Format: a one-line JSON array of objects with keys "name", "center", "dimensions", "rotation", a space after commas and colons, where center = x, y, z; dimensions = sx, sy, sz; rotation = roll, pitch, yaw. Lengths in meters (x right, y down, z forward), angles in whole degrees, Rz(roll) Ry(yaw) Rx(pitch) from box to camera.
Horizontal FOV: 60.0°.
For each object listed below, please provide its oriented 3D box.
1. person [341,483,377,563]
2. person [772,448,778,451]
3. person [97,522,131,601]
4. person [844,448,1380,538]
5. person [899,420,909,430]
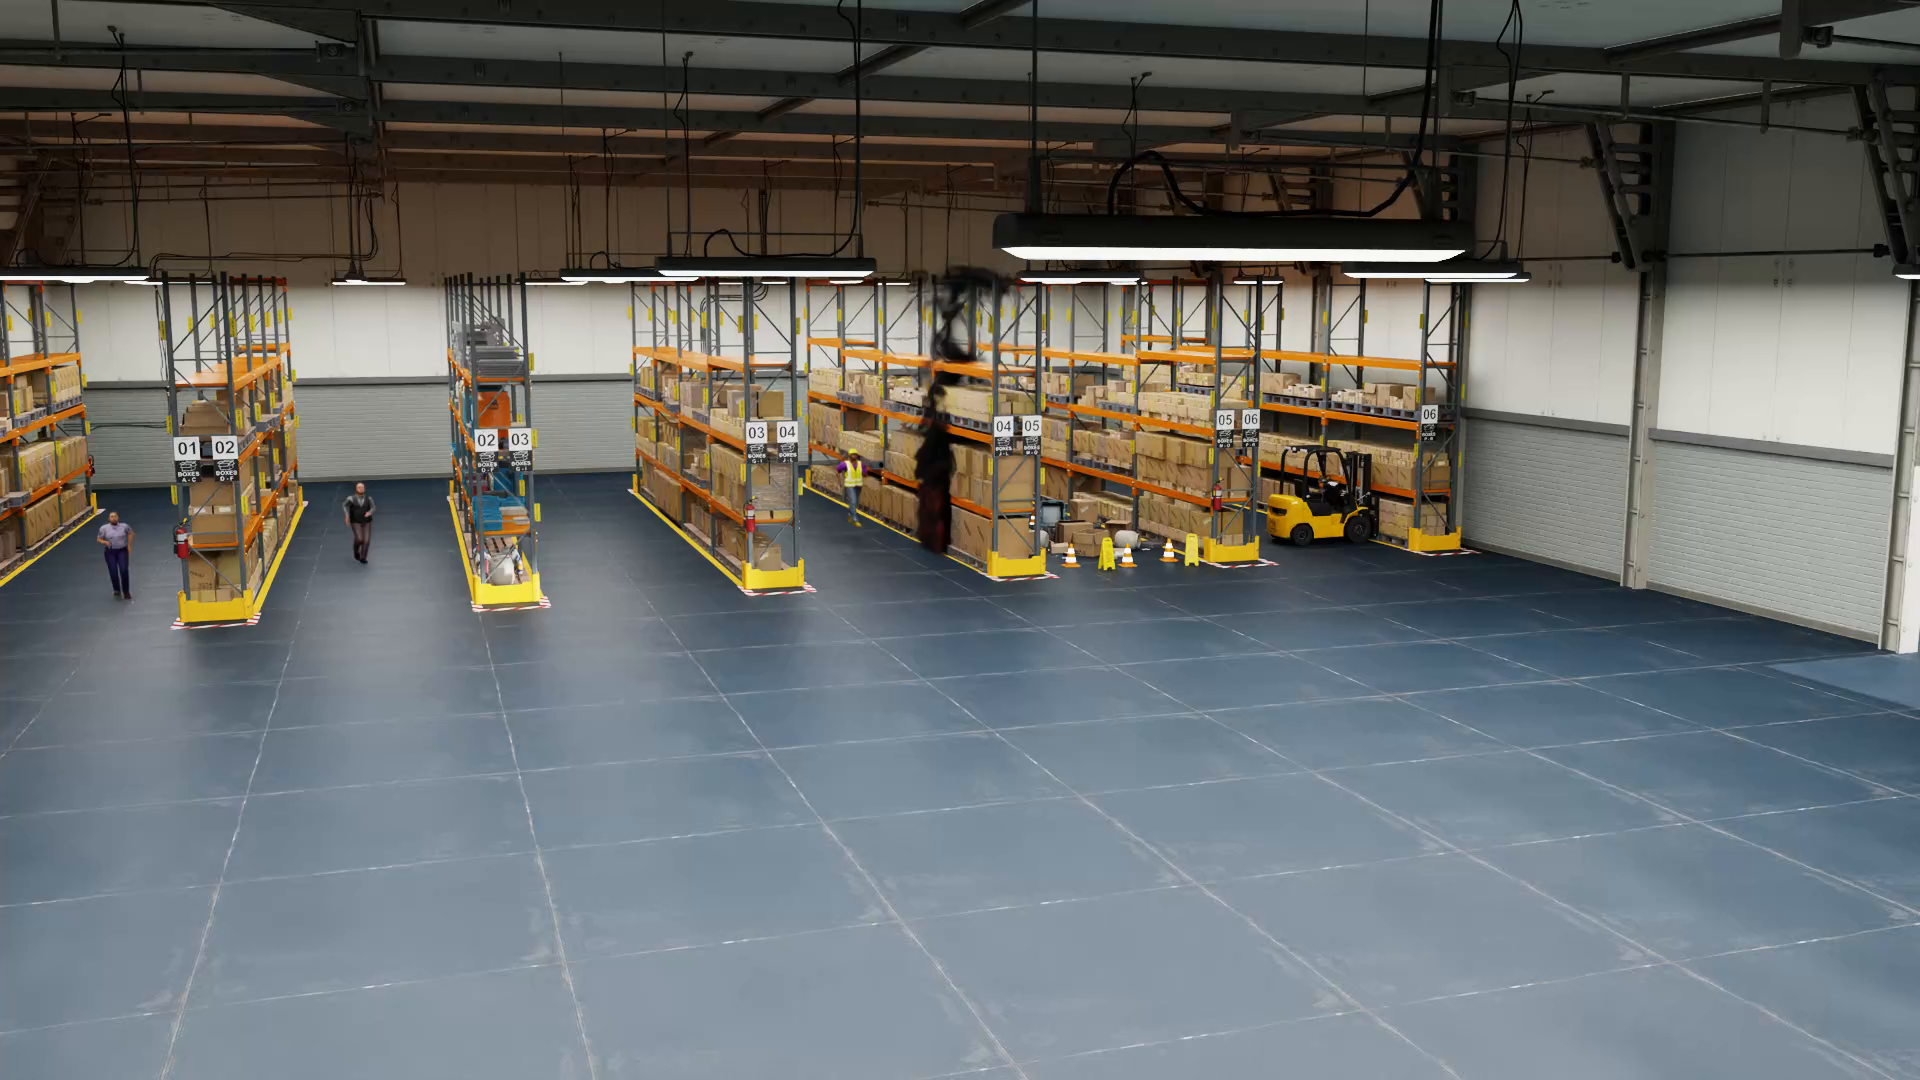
[{"name": "person", "center": [-12.526, -0.341, 34.788], "dimensions": [0.663, 1.689, 0.584], "rotation": [-5, 10, -31]}, {"name": "person", "center": [-5.455, -2.143, 47.494], "dimensions": [0.580, 1.454, 0.503], "rotation": [0, 9, 0]}, {"name": "person", "center": [-15.662, 0.387, 30.868], "dimensions": [0.565, 1.509, 0.563], "rotation": [-4, 9, -24]}, {"name": "person", "center": [3.961, -1.110, 38.322], "dimensions": [11.741, 2.039, 6.886], "rotation": [-5, 10, -29]}, {"name": "person", "center": [-1.621, -2.799, 50.723], "dimensions": [1.041, 1.807, 0.725], "rotation": [-2, 9, -13]}]
